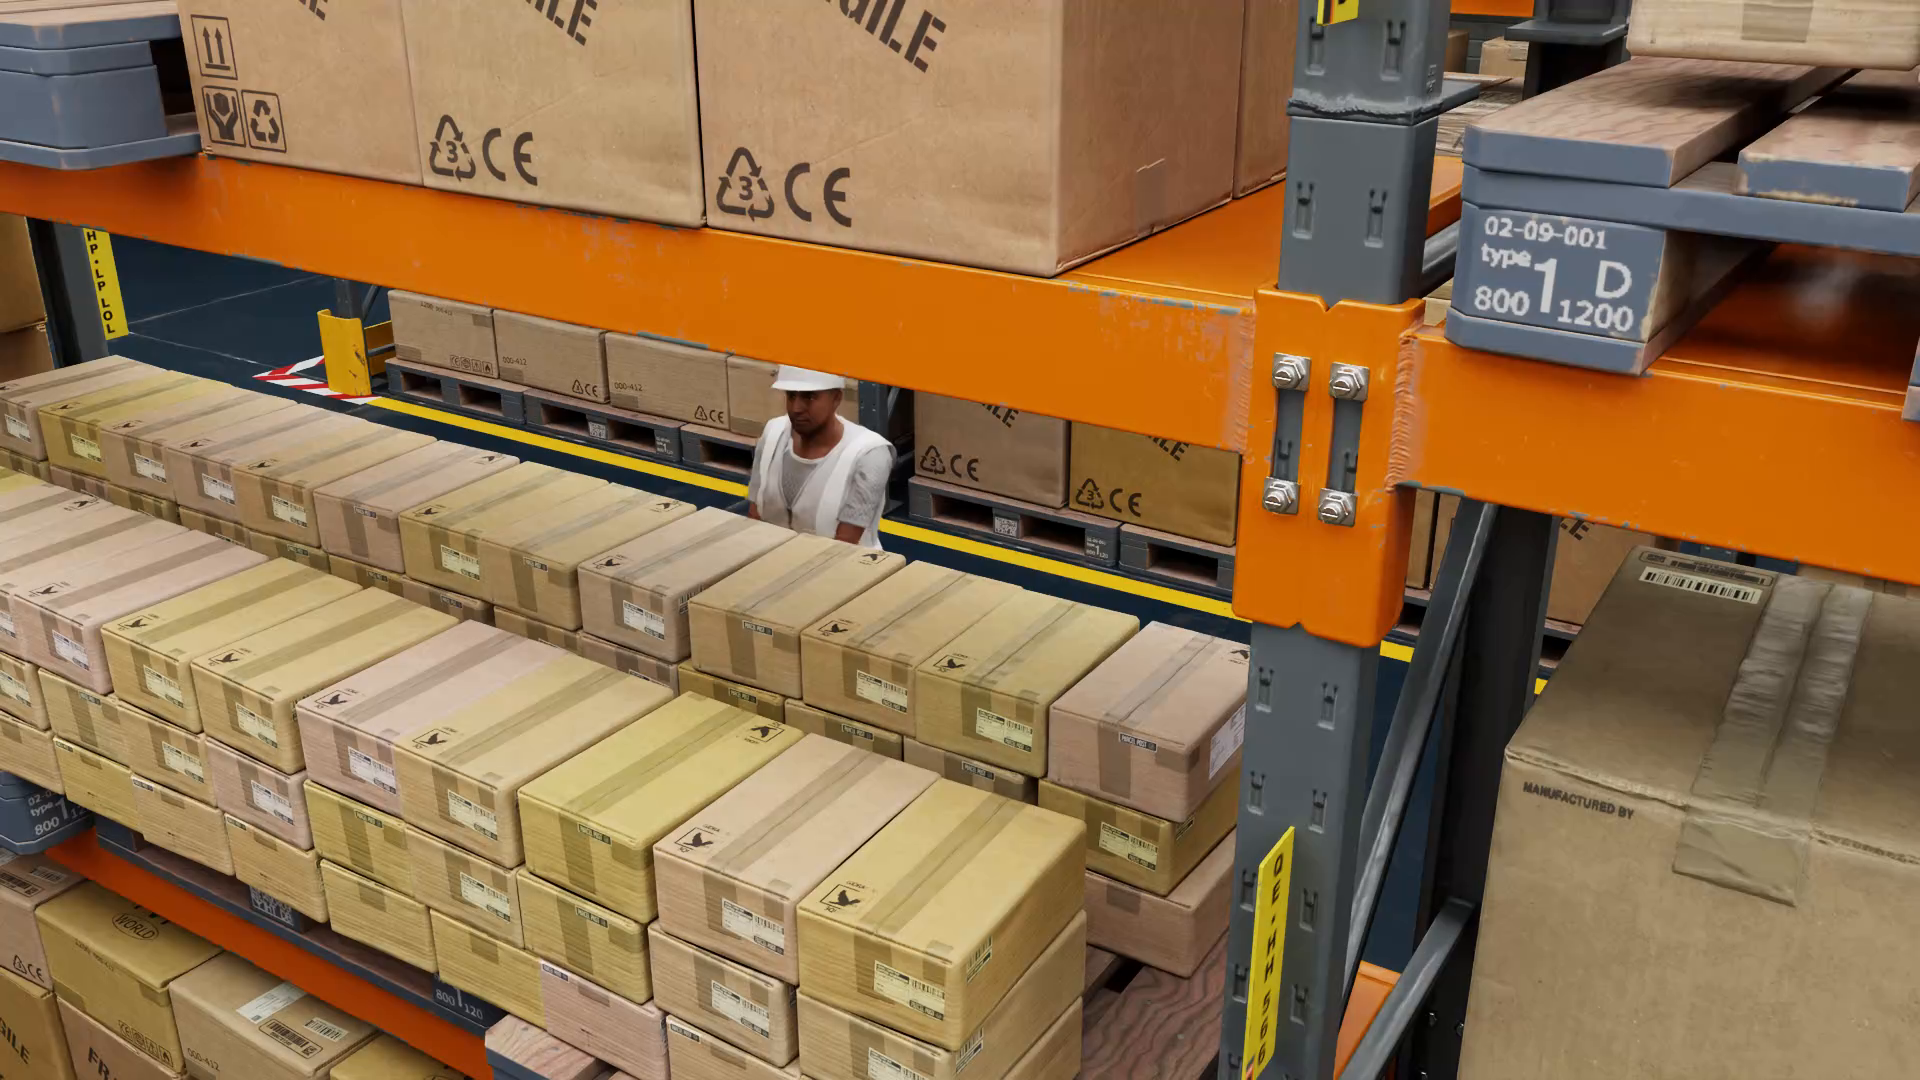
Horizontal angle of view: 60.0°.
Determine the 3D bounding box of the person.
[{"bbox_3d":[-0.500,0.214,5.567,0.491,1.778,0.587,13,26,28],"label":"person"}]
